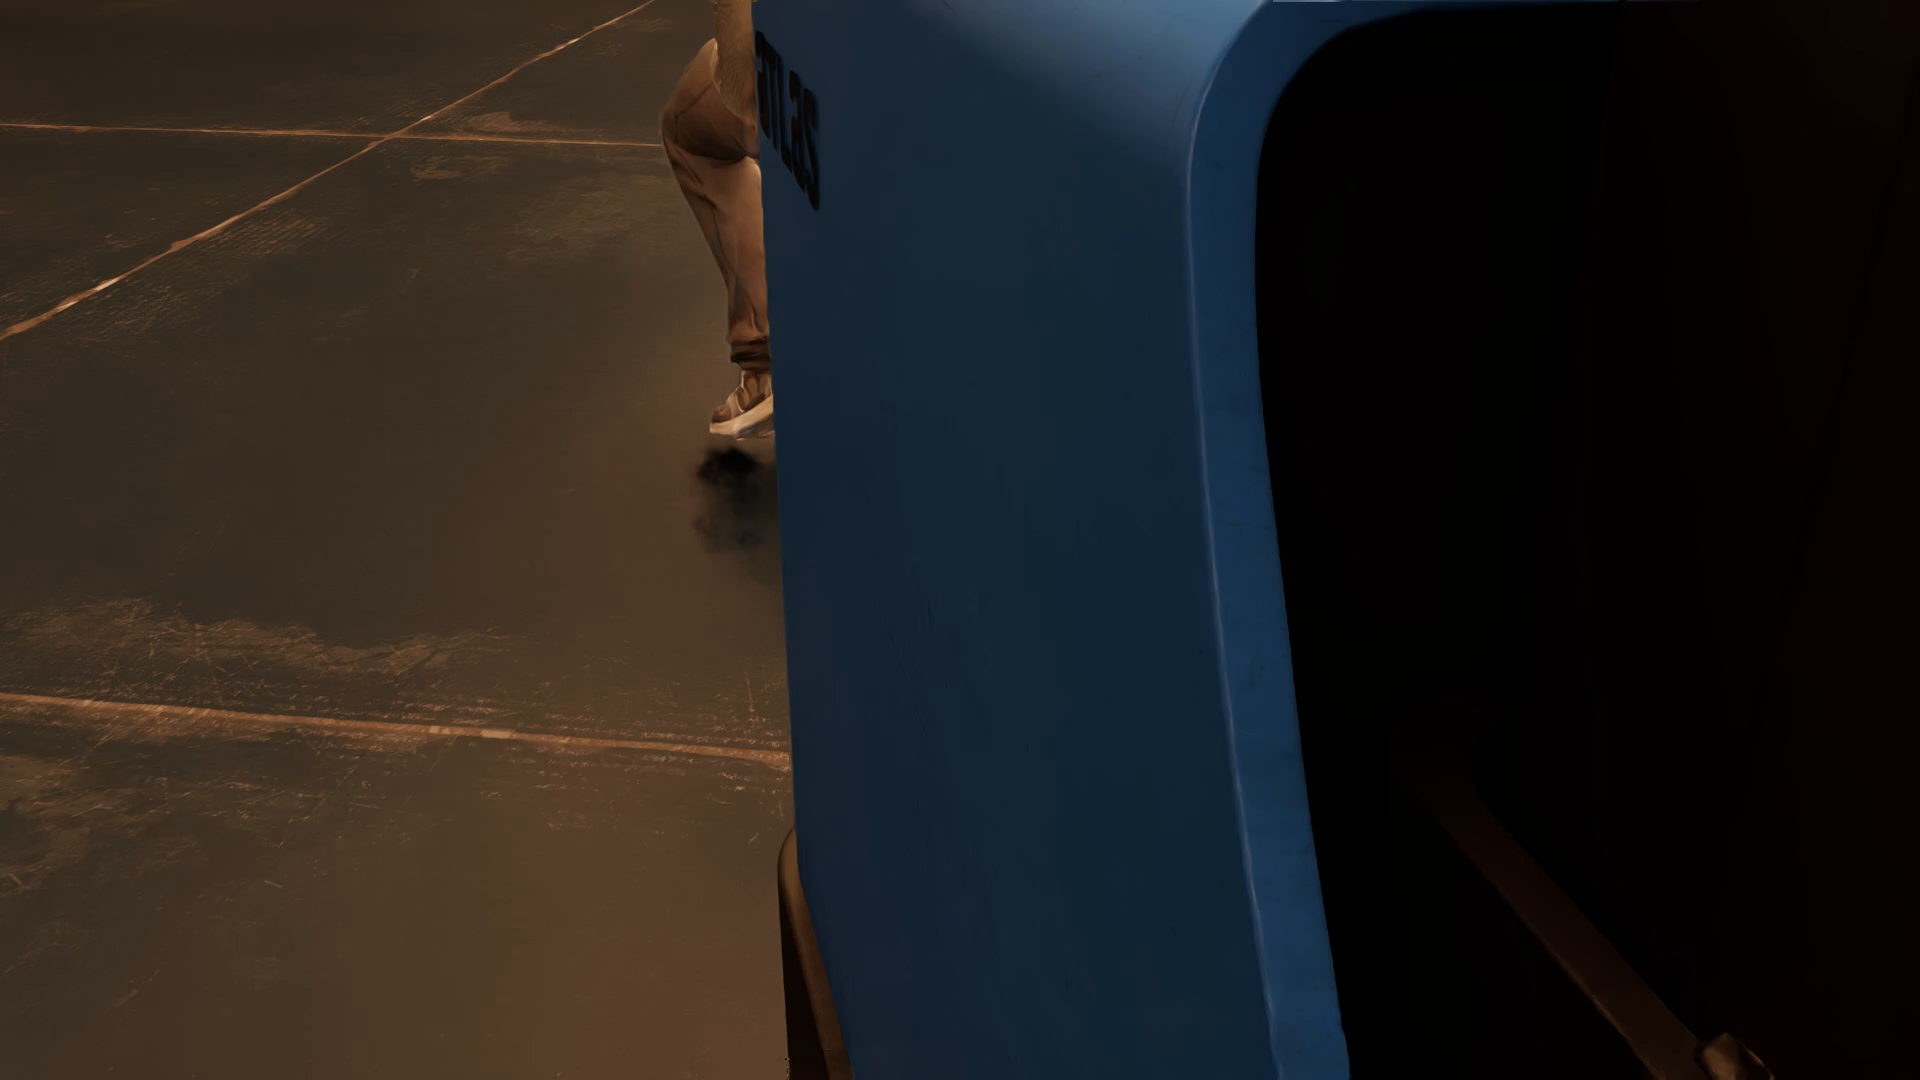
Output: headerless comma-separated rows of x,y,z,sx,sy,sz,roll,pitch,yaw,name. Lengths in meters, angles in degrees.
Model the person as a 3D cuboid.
-0.124,-0.773,2.469,0.828,1.405,0.680,1,27,3,person
